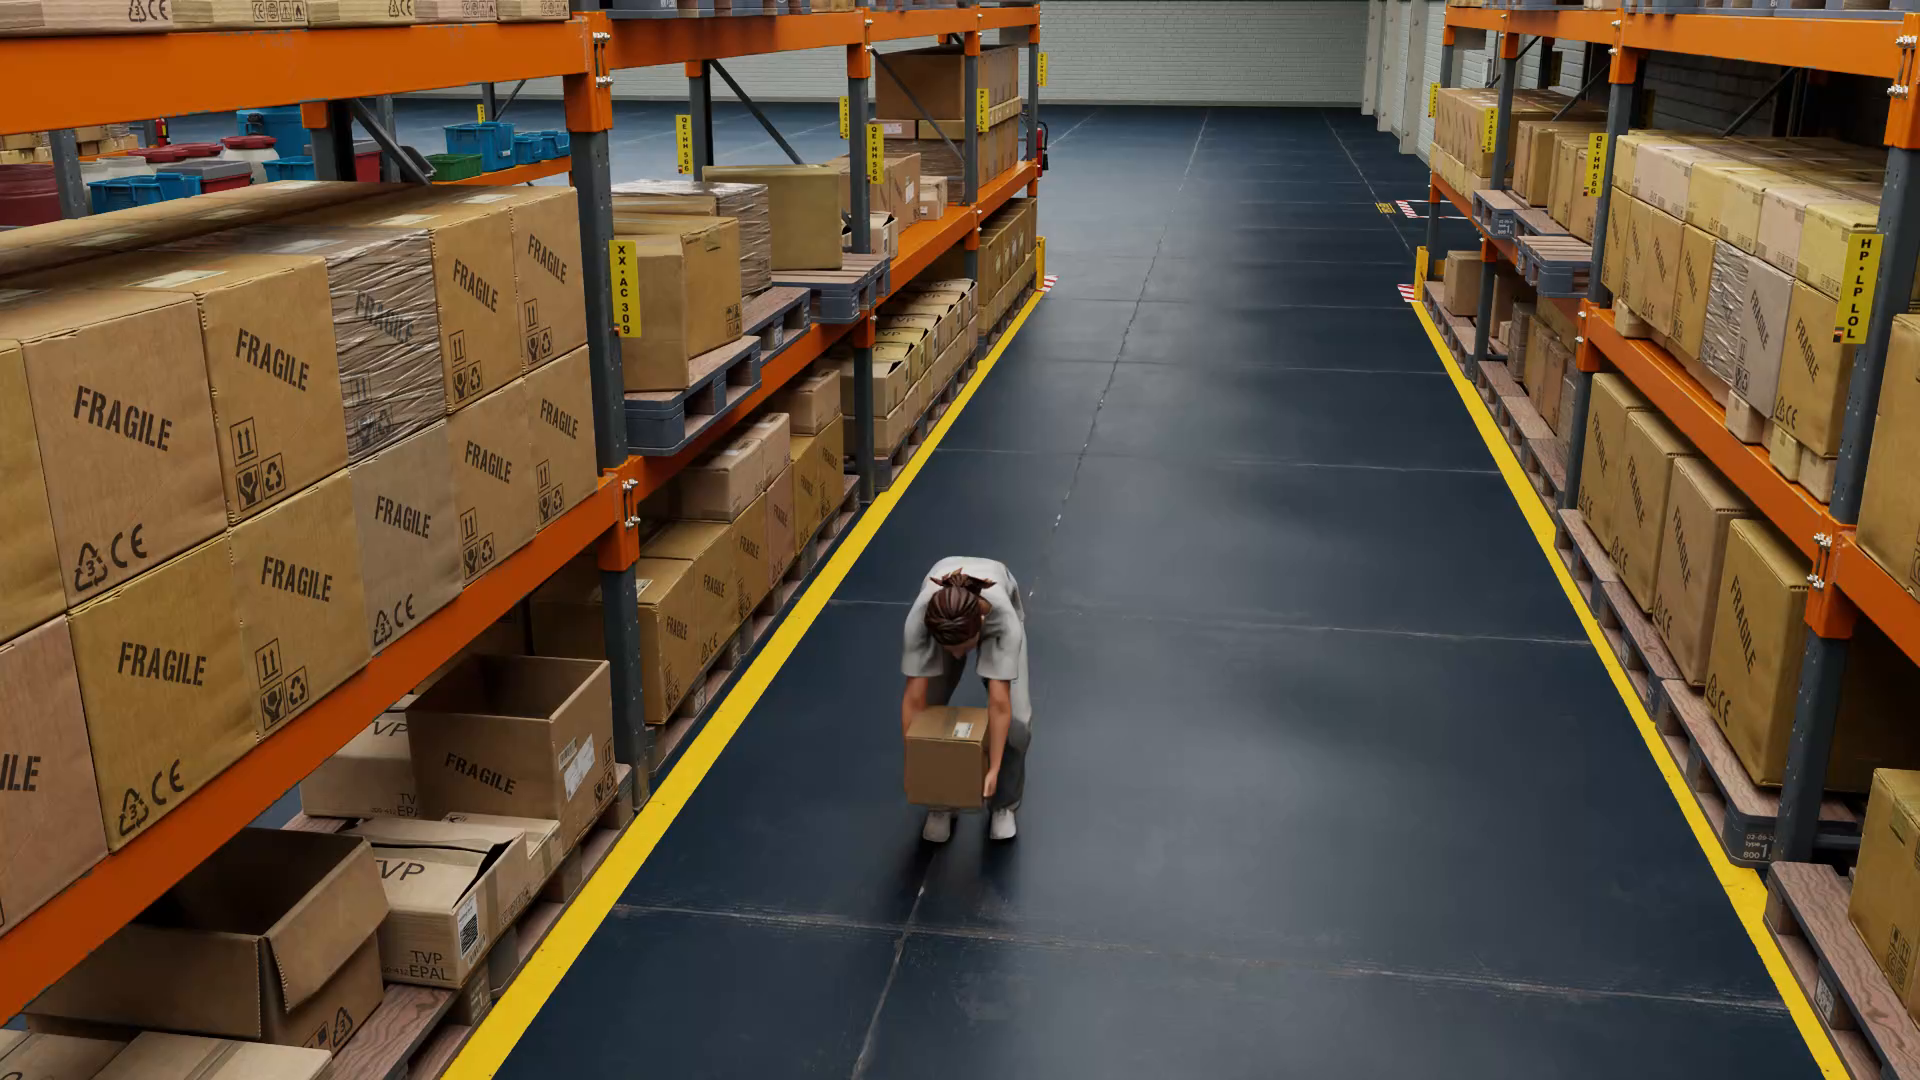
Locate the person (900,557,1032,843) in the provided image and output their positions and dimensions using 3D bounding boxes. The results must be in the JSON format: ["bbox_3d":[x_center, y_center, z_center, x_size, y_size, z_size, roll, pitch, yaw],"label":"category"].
[{"bbox_3d":[0.021,0.562,5.741,0.448,1.110,0.858,2,18,6],"label":"person"}]
